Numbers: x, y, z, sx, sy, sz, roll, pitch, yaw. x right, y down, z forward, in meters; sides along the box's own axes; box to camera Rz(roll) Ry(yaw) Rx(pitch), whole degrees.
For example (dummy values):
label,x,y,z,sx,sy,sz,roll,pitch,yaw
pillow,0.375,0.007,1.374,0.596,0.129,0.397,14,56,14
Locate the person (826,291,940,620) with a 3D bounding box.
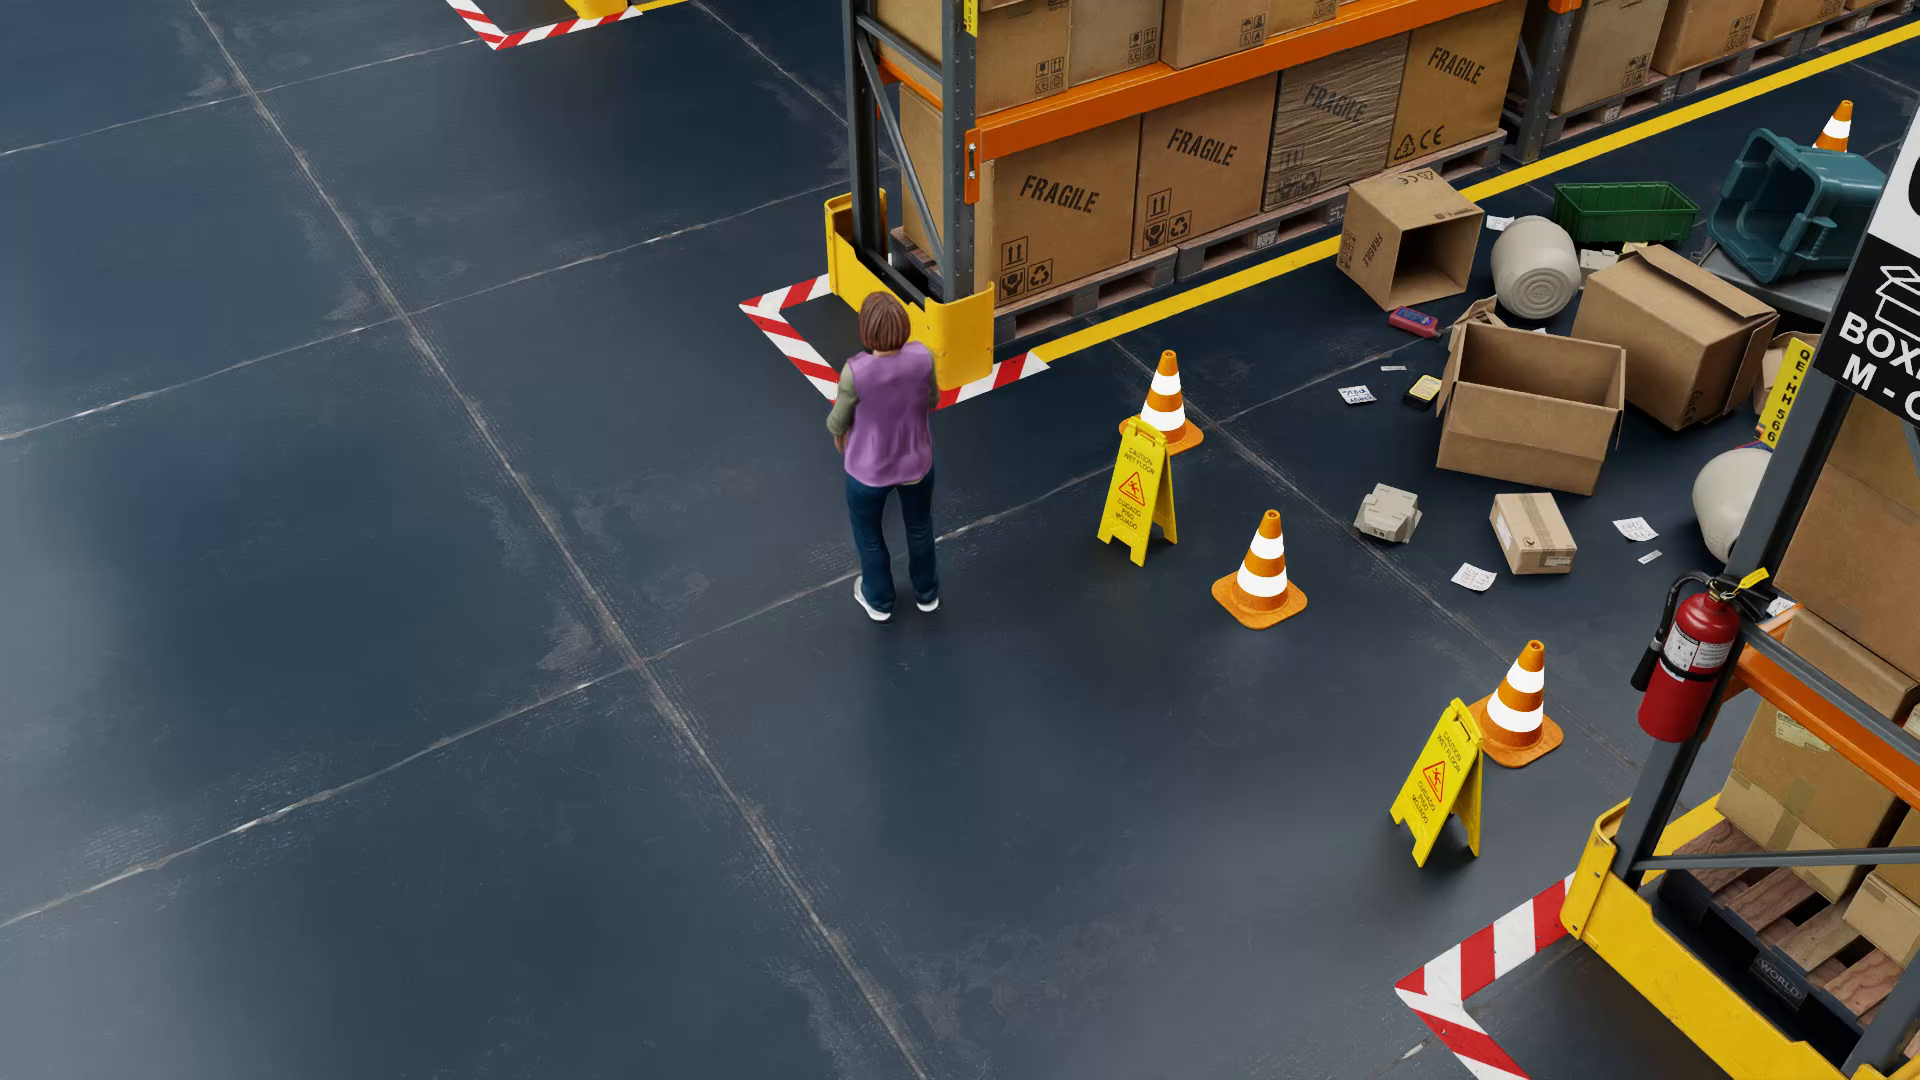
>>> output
label,x,y,z,sx,sy,sz,roll,pitch,yaw
person,-0.299,-0.329,6.536,0.455,1.601,0.417,-13,43,-14
